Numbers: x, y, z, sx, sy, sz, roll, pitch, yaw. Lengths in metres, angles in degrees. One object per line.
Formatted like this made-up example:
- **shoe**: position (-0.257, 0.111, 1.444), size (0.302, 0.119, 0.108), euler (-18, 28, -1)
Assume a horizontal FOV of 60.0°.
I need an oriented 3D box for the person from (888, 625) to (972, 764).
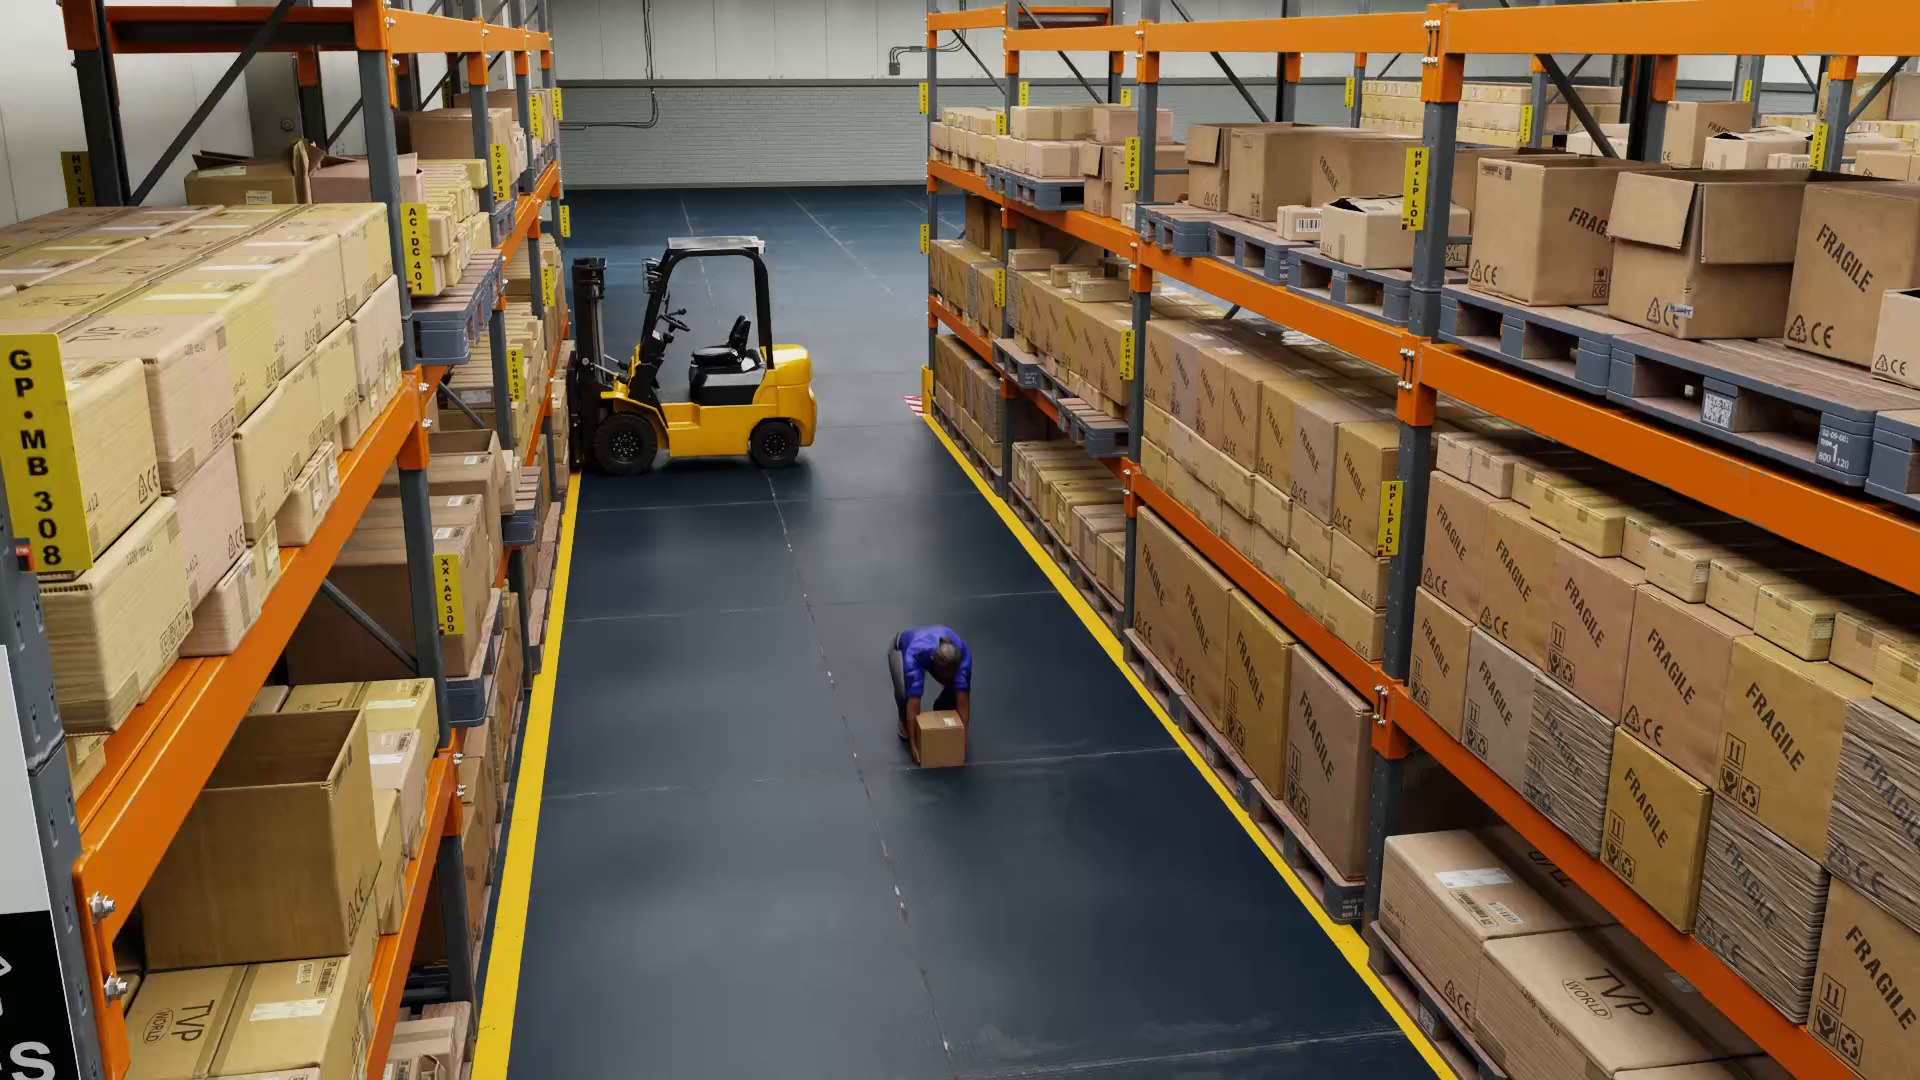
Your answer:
- **person**: position (-0.172, 0.842, 9.856), size (0.449, 0.751, 0.851), euler (-4, 17, -12)
